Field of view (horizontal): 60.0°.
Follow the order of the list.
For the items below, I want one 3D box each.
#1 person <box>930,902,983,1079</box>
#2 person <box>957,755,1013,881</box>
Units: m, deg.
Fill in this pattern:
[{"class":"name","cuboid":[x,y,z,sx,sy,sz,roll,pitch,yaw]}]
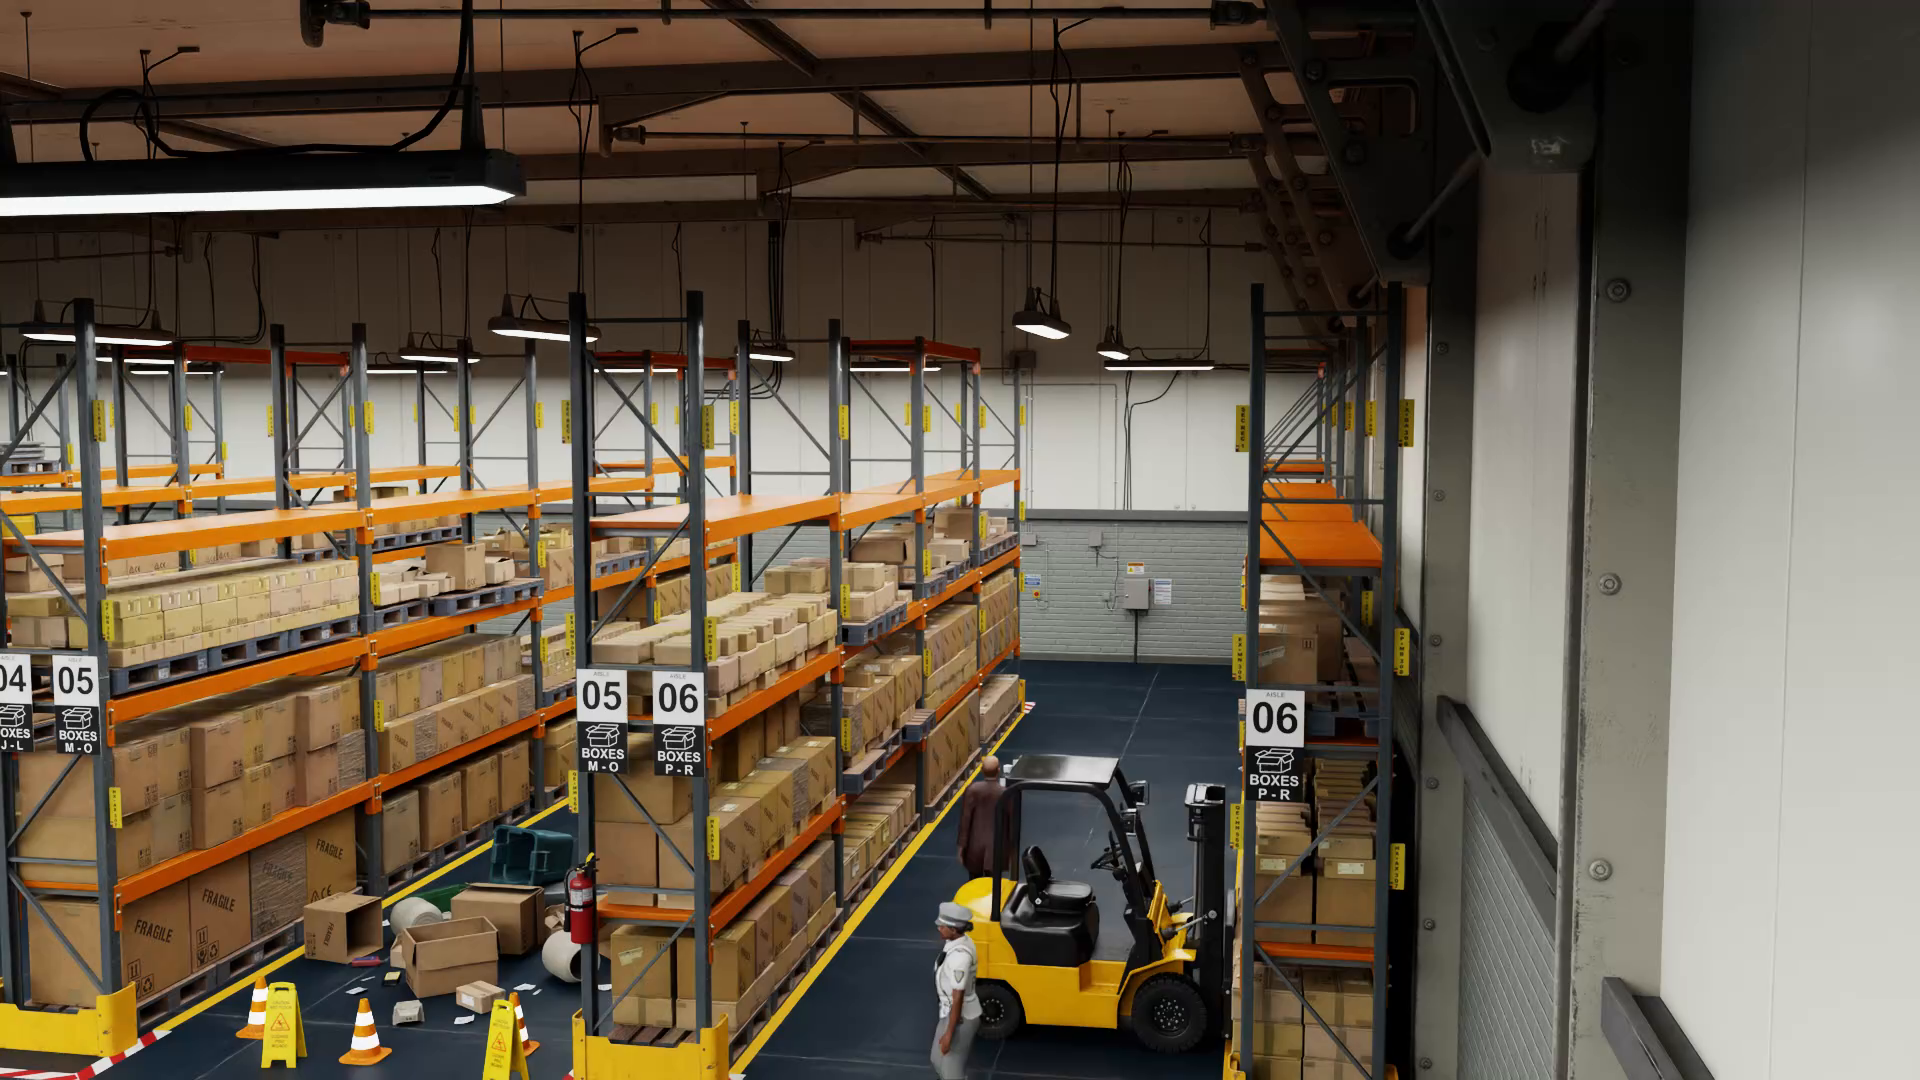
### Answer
[{"class":"person","cuboid":[-0.019,3.415,11.720,0.393,1.731,0.520,0,5,1]},{"class":"person","cuboid":[0.276,3.011,16.104,0.606,1.834,0.607,0,5,5]}]
